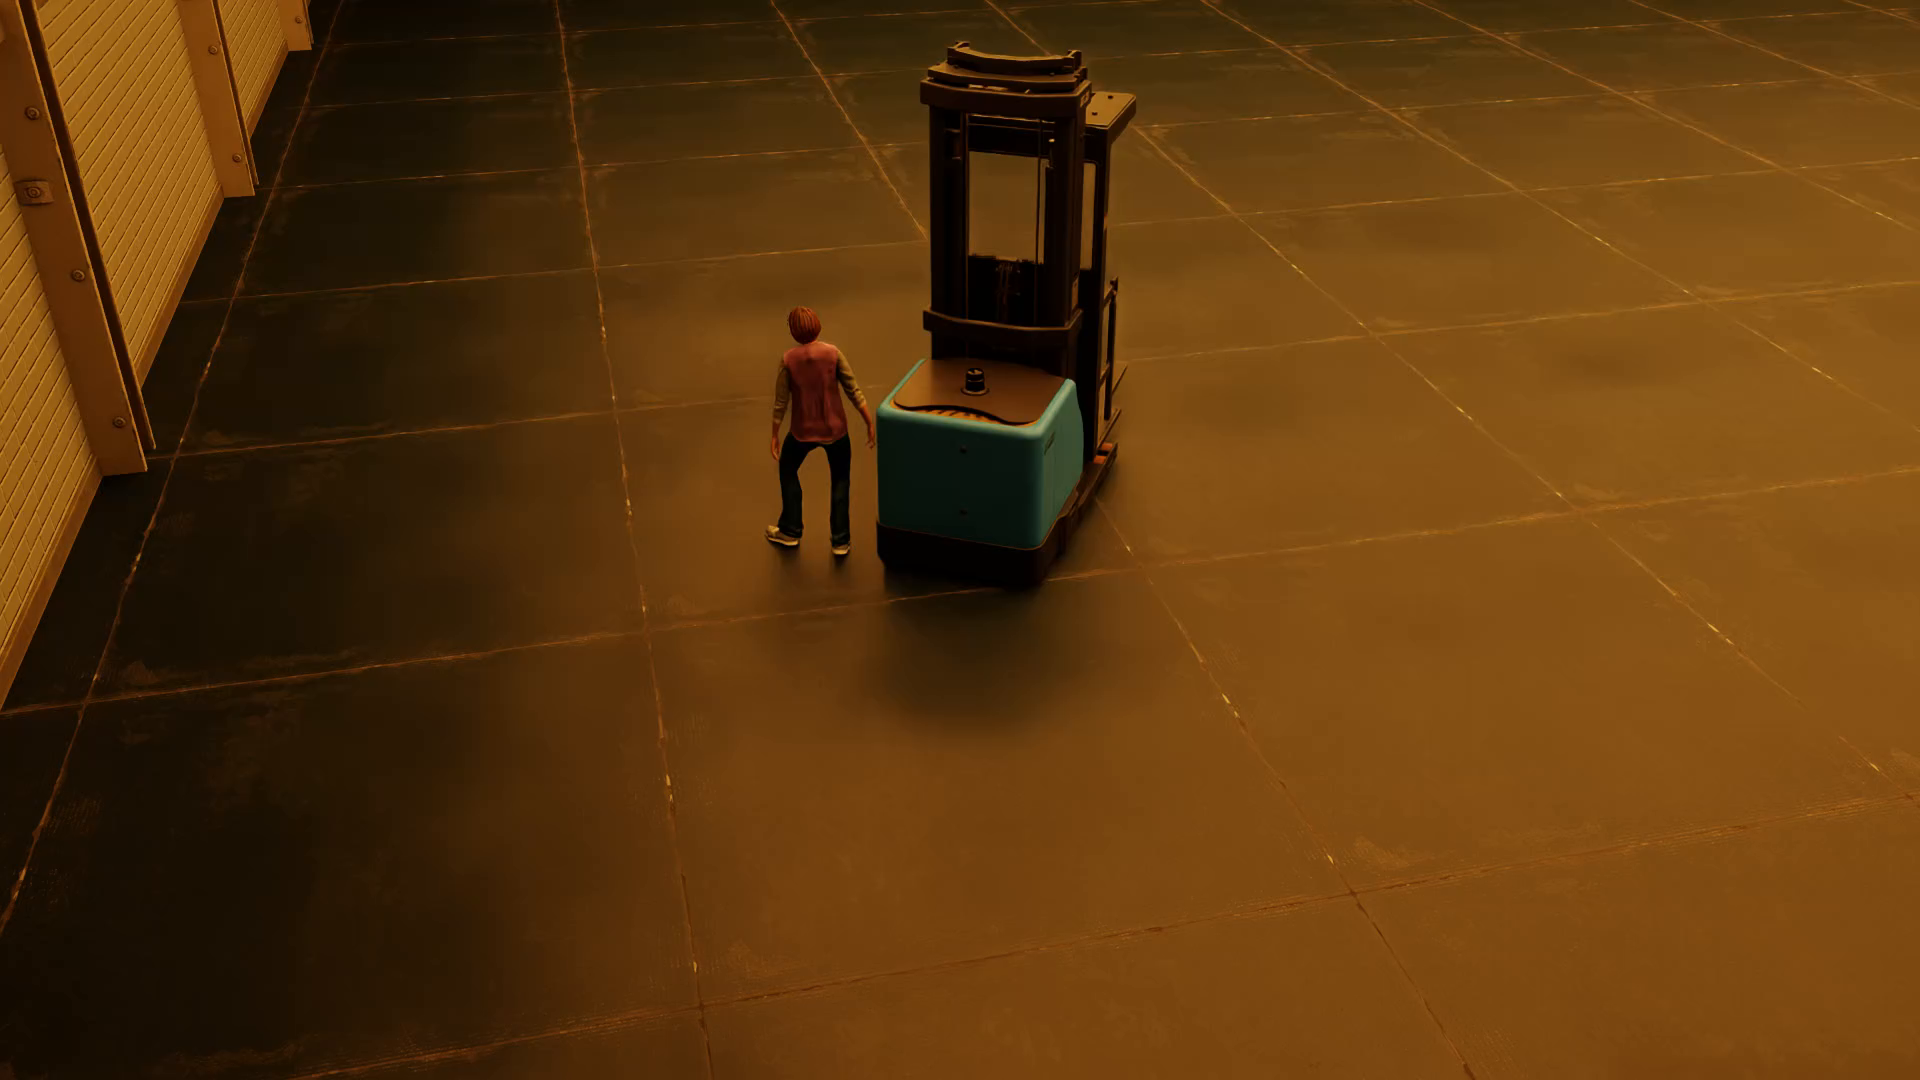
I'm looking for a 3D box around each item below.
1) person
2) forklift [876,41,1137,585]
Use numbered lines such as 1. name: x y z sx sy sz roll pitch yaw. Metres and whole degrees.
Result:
1. person: -0.870 -0.644 10.089 0.730 1.569 0.405 0 30 0
2. forklift: 0.441 -1.729 10.560 1.130 2.935 3.031 9 31 16
